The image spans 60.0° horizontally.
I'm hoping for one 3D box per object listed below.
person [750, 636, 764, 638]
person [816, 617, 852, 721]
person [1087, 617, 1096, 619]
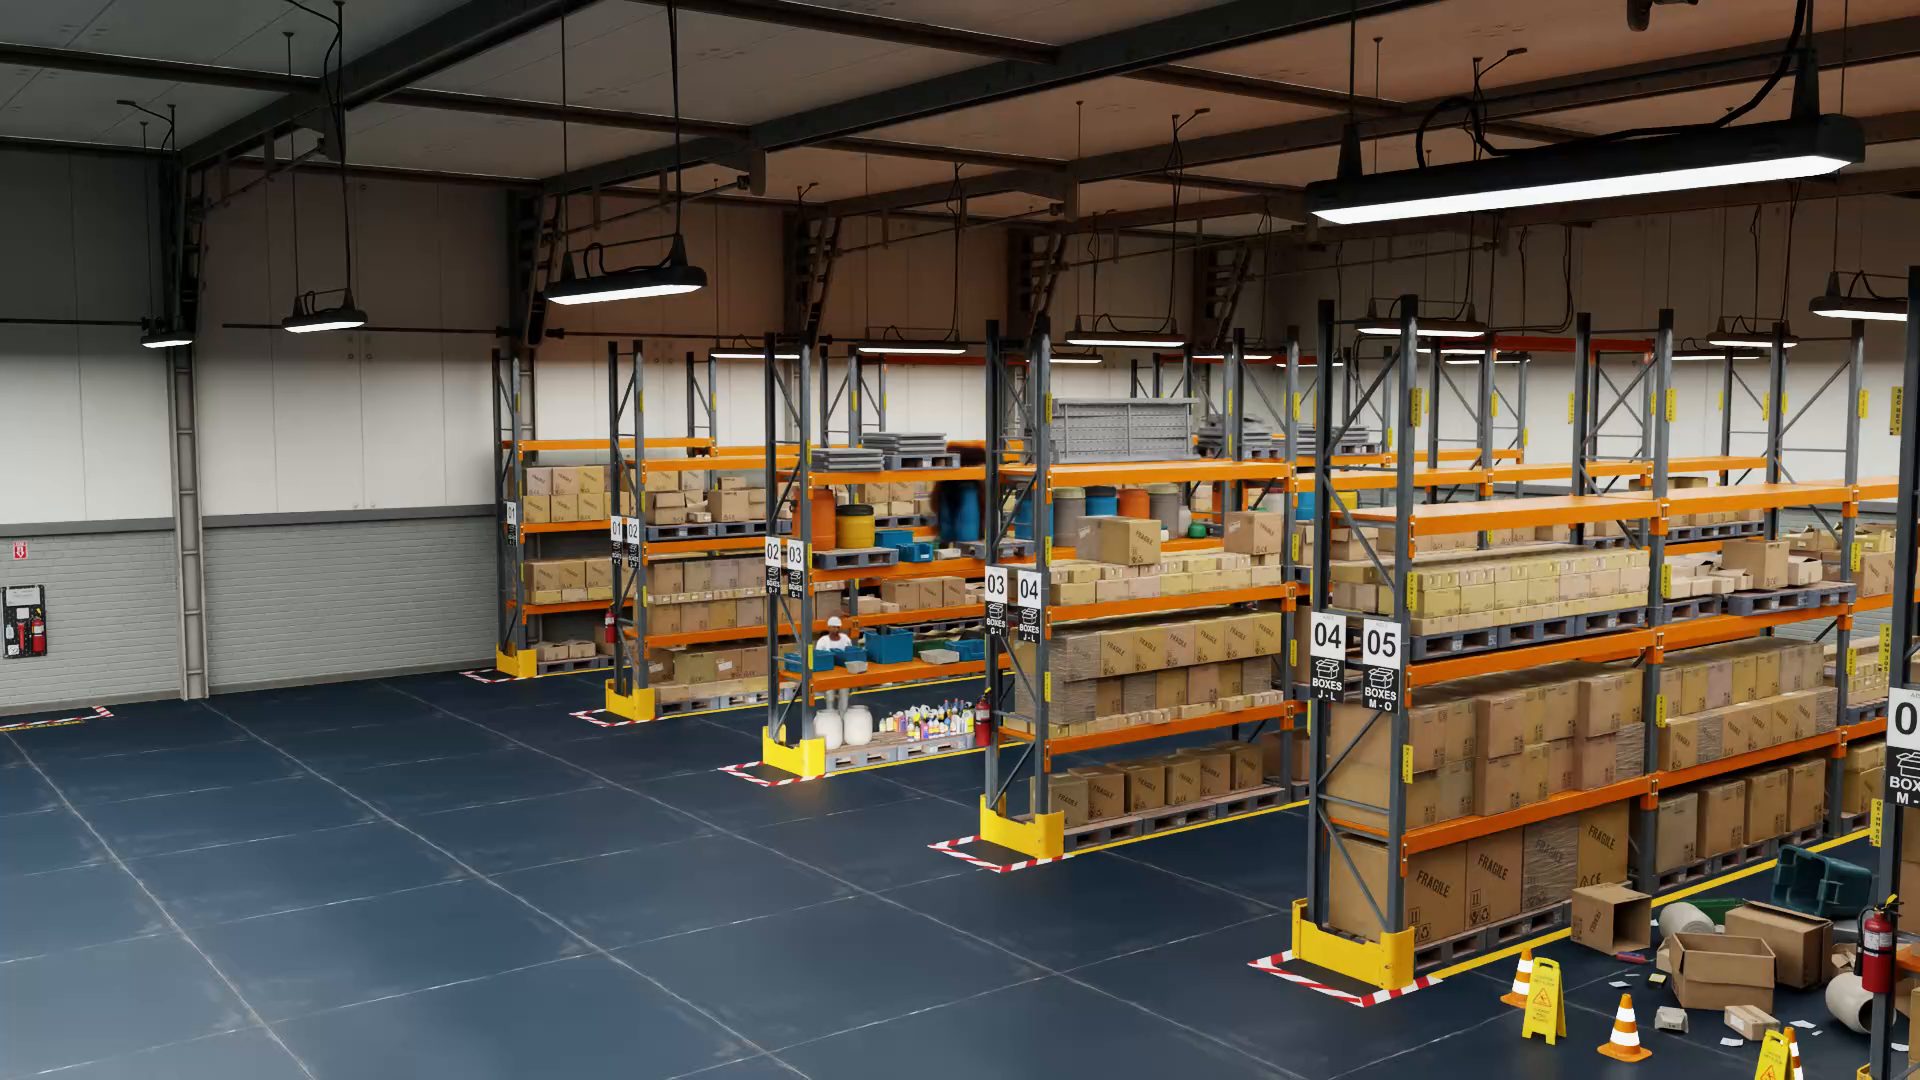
[{"bbox_3d":[-3.818,1.630,30.541,0.664,1.726,0.606,0,5,3],"label":"person"},{"bbox_3d":[-1.882,2.049,25.278,0.687,1.769,0.340,-2,5,-17],"label":"person"},{"bbox_3d":[2.407,1.749,29.758,0.973,1.652,0.568,-4,6,-38],"label":"person"}]
